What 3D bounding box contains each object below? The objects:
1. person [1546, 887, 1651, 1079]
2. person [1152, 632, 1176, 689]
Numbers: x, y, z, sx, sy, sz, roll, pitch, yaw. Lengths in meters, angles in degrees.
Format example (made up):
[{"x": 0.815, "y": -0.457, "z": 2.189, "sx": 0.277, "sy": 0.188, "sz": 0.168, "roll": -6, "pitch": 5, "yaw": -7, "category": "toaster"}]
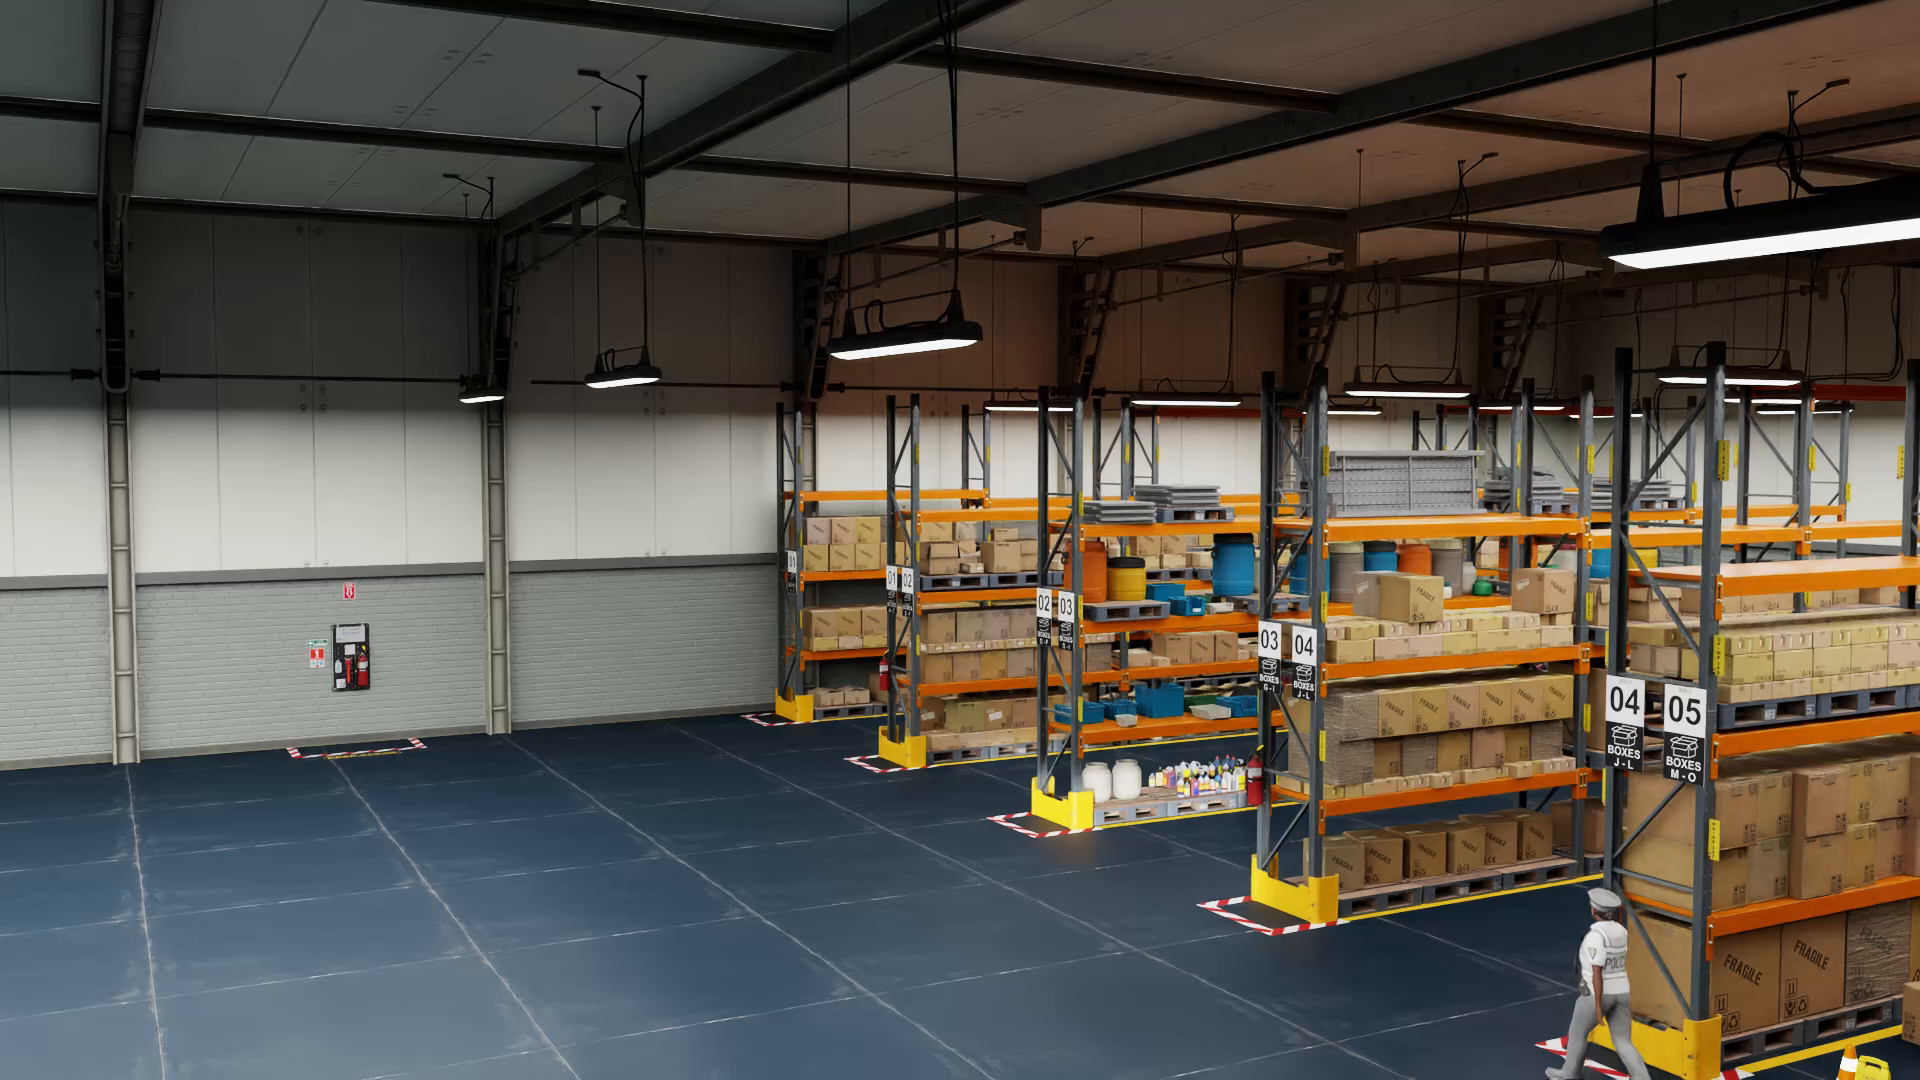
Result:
[{"x": 5.101, "y": 3.587, "z": 13.156, "sx": 0.487, "sy": 1.629, "sz": 0.982, "roll": -1, "pitch": 4, "yaw": -24, "category": "person"}, {"x": 3.776, "y": 2.569, "z": 31.433, "sx": 0.553, "sy": 1.652, "sz": 0.581, "roll": 3, "pitch": 4, "yaw": 39, "category": "person"}]
